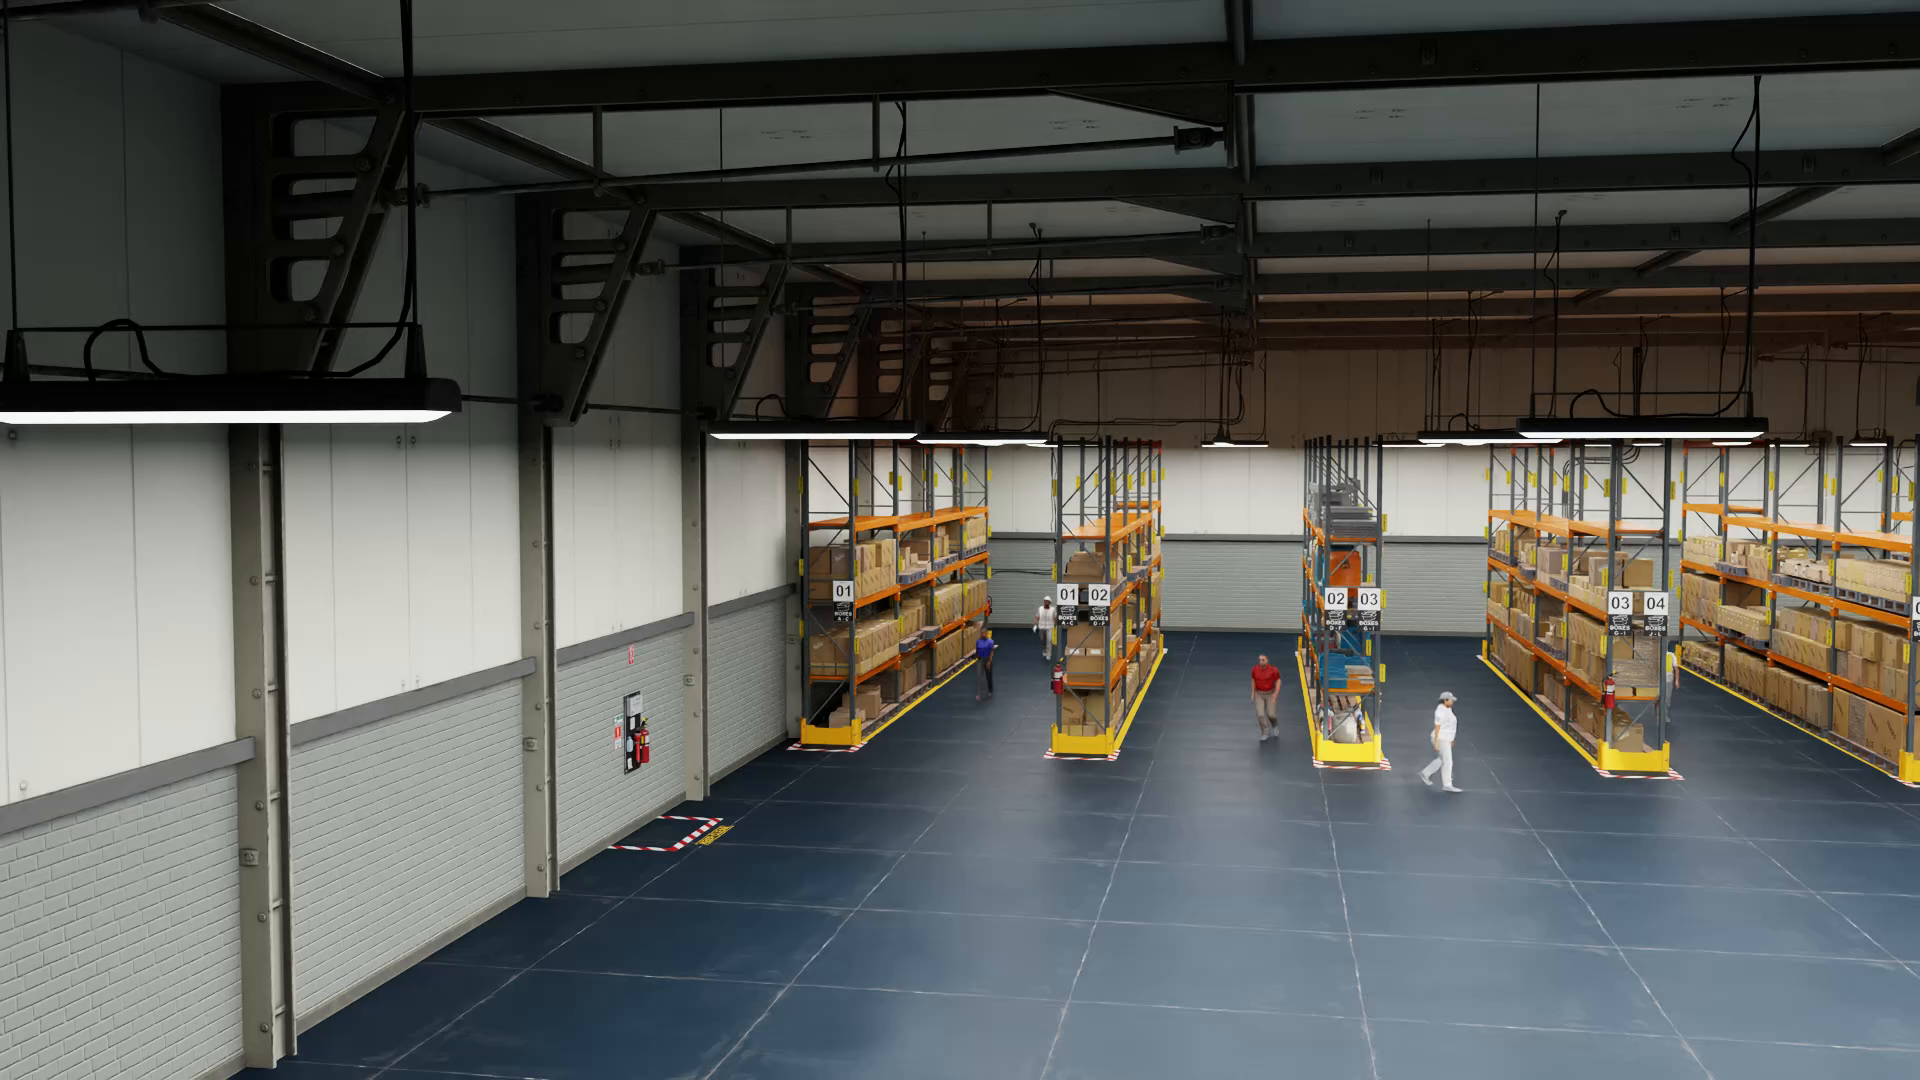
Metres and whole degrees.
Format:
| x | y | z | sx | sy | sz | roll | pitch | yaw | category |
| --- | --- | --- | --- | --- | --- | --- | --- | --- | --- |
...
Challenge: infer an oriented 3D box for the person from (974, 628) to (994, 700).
| x | y | z | sx | sy | sz | roll | pitch | yaw | category |
| --- | --- | --- | --- | --- | --- | --- | --- | --- | --- |
| 0.551 | 2.829 | 38.150 | 0.468 | 1.622 | 0.900 | 1 | 3 | 17 | person |

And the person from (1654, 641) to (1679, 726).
| x | y | z | sx | sy | sz | roll | pitch | yaw | category |
| --- | --- | --- | --- | --- | --- | --- | --- | --- | --- |
| 14.709 | 2.981 | 34.769 | 0.598 | 1.795 | 0.649 | 1 | 3 | 13 | person |

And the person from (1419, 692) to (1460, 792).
| x | y | z | sx | sy | sz | roll | pitch | yaw | category |
| --- | --- | --- | --- | --- | --- | --- | --- | --- | --- |
| 8.114 | 3.378 | 28.094 | 0.749 | 1.643 | 0.515 | 2 | 3 | 28 | person |

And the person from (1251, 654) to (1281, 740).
| x | y | z | sx | sy | sz | roll | pitch | yaw | category |
| --- | --- | --- | --- | --- | --- | --- | --- | --- | --- |
| 6.101 | 3.090 | 33.041 | 0.598 | 1.708 | 0.633 | 1 | 3 | 26 | person |

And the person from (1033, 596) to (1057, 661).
| x | y | z | sx | sy | sz | roll | pitch | yaw | category |
| --- | --- | --- | --- | --- | --- | --- | --- | --- | --- |
| 2.340 | 2.402 | 45.284 | 0.666 | 1.721 | 1.096 | 0 | 3 | 7 | person |
